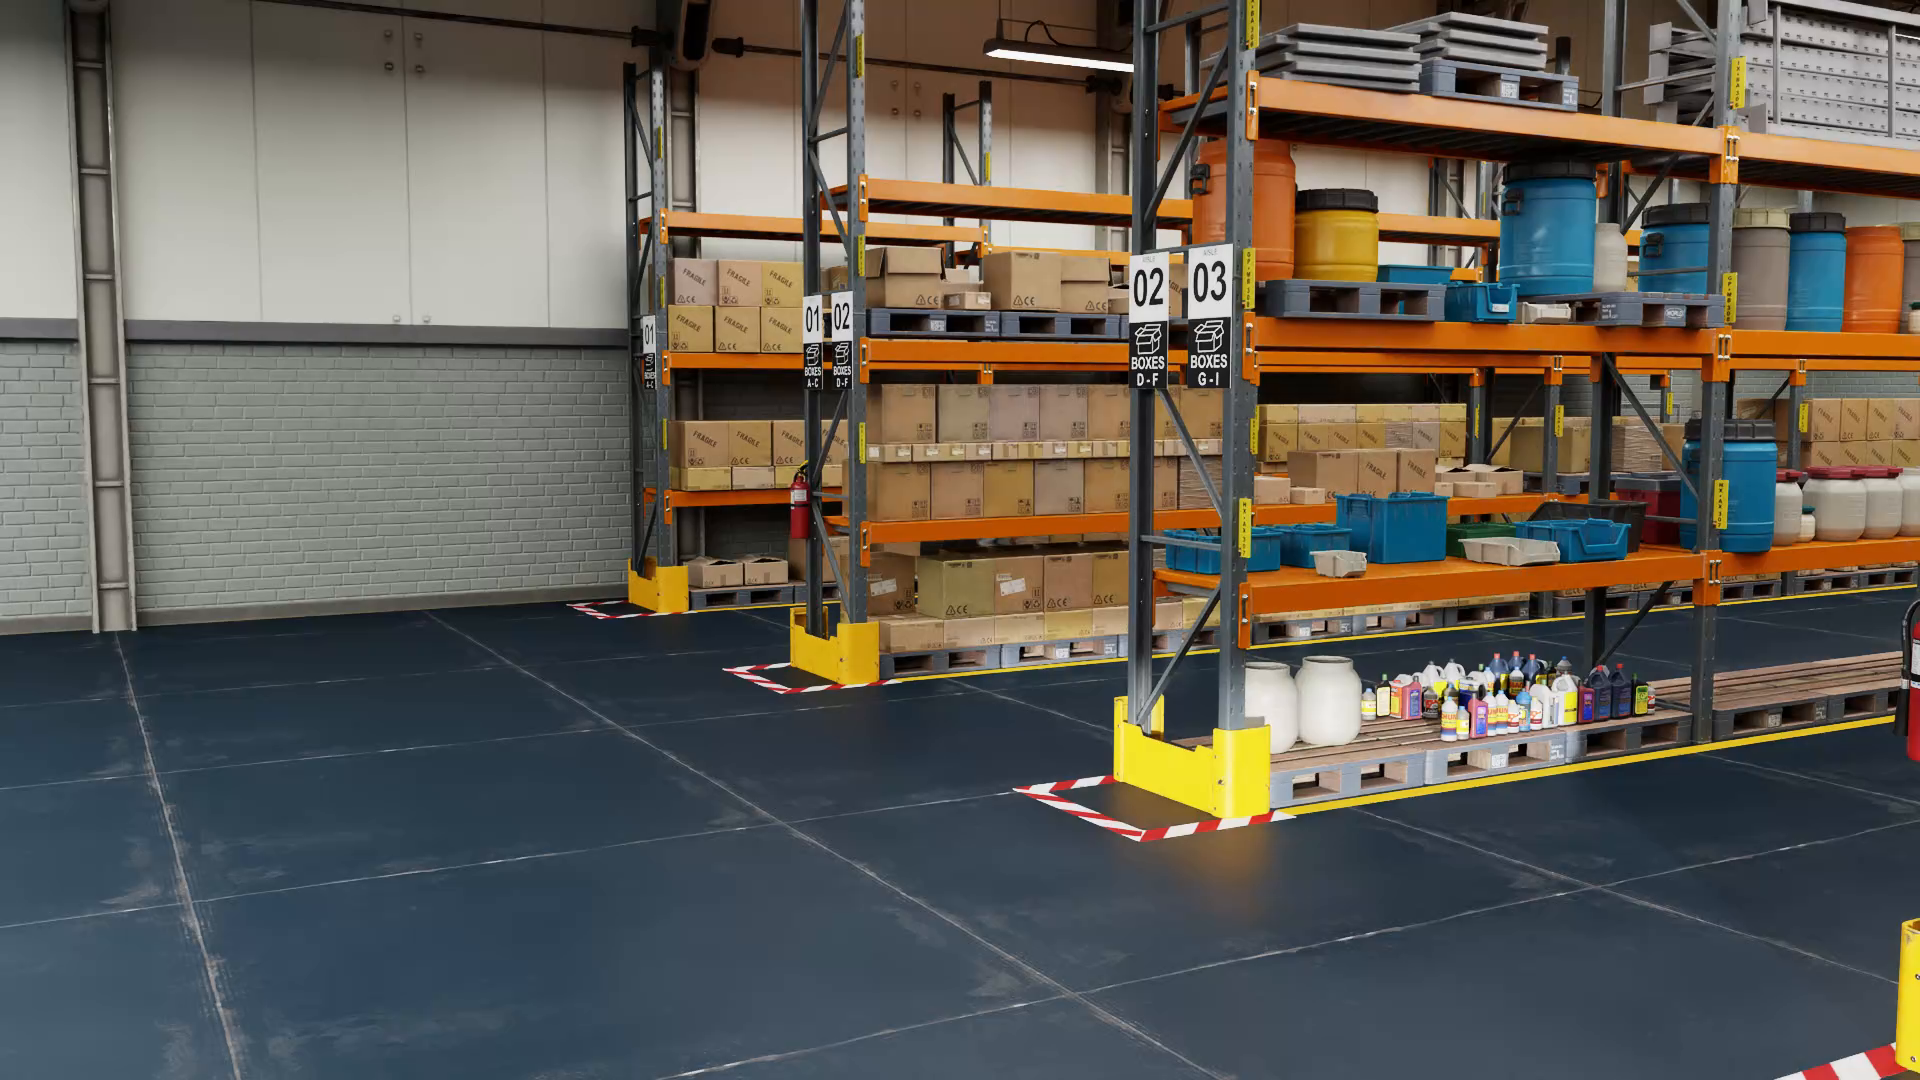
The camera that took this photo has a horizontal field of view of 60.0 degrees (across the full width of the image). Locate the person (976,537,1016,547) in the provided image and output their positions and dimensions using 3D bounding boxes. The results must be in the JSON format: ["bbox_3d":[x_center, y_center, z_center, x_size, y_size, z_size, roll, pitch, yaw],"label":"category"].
[{"bbox_3d":[0.413,-0.084,18.392,0.498,1.661,0.588,1,5,10],"label":"person"}]
